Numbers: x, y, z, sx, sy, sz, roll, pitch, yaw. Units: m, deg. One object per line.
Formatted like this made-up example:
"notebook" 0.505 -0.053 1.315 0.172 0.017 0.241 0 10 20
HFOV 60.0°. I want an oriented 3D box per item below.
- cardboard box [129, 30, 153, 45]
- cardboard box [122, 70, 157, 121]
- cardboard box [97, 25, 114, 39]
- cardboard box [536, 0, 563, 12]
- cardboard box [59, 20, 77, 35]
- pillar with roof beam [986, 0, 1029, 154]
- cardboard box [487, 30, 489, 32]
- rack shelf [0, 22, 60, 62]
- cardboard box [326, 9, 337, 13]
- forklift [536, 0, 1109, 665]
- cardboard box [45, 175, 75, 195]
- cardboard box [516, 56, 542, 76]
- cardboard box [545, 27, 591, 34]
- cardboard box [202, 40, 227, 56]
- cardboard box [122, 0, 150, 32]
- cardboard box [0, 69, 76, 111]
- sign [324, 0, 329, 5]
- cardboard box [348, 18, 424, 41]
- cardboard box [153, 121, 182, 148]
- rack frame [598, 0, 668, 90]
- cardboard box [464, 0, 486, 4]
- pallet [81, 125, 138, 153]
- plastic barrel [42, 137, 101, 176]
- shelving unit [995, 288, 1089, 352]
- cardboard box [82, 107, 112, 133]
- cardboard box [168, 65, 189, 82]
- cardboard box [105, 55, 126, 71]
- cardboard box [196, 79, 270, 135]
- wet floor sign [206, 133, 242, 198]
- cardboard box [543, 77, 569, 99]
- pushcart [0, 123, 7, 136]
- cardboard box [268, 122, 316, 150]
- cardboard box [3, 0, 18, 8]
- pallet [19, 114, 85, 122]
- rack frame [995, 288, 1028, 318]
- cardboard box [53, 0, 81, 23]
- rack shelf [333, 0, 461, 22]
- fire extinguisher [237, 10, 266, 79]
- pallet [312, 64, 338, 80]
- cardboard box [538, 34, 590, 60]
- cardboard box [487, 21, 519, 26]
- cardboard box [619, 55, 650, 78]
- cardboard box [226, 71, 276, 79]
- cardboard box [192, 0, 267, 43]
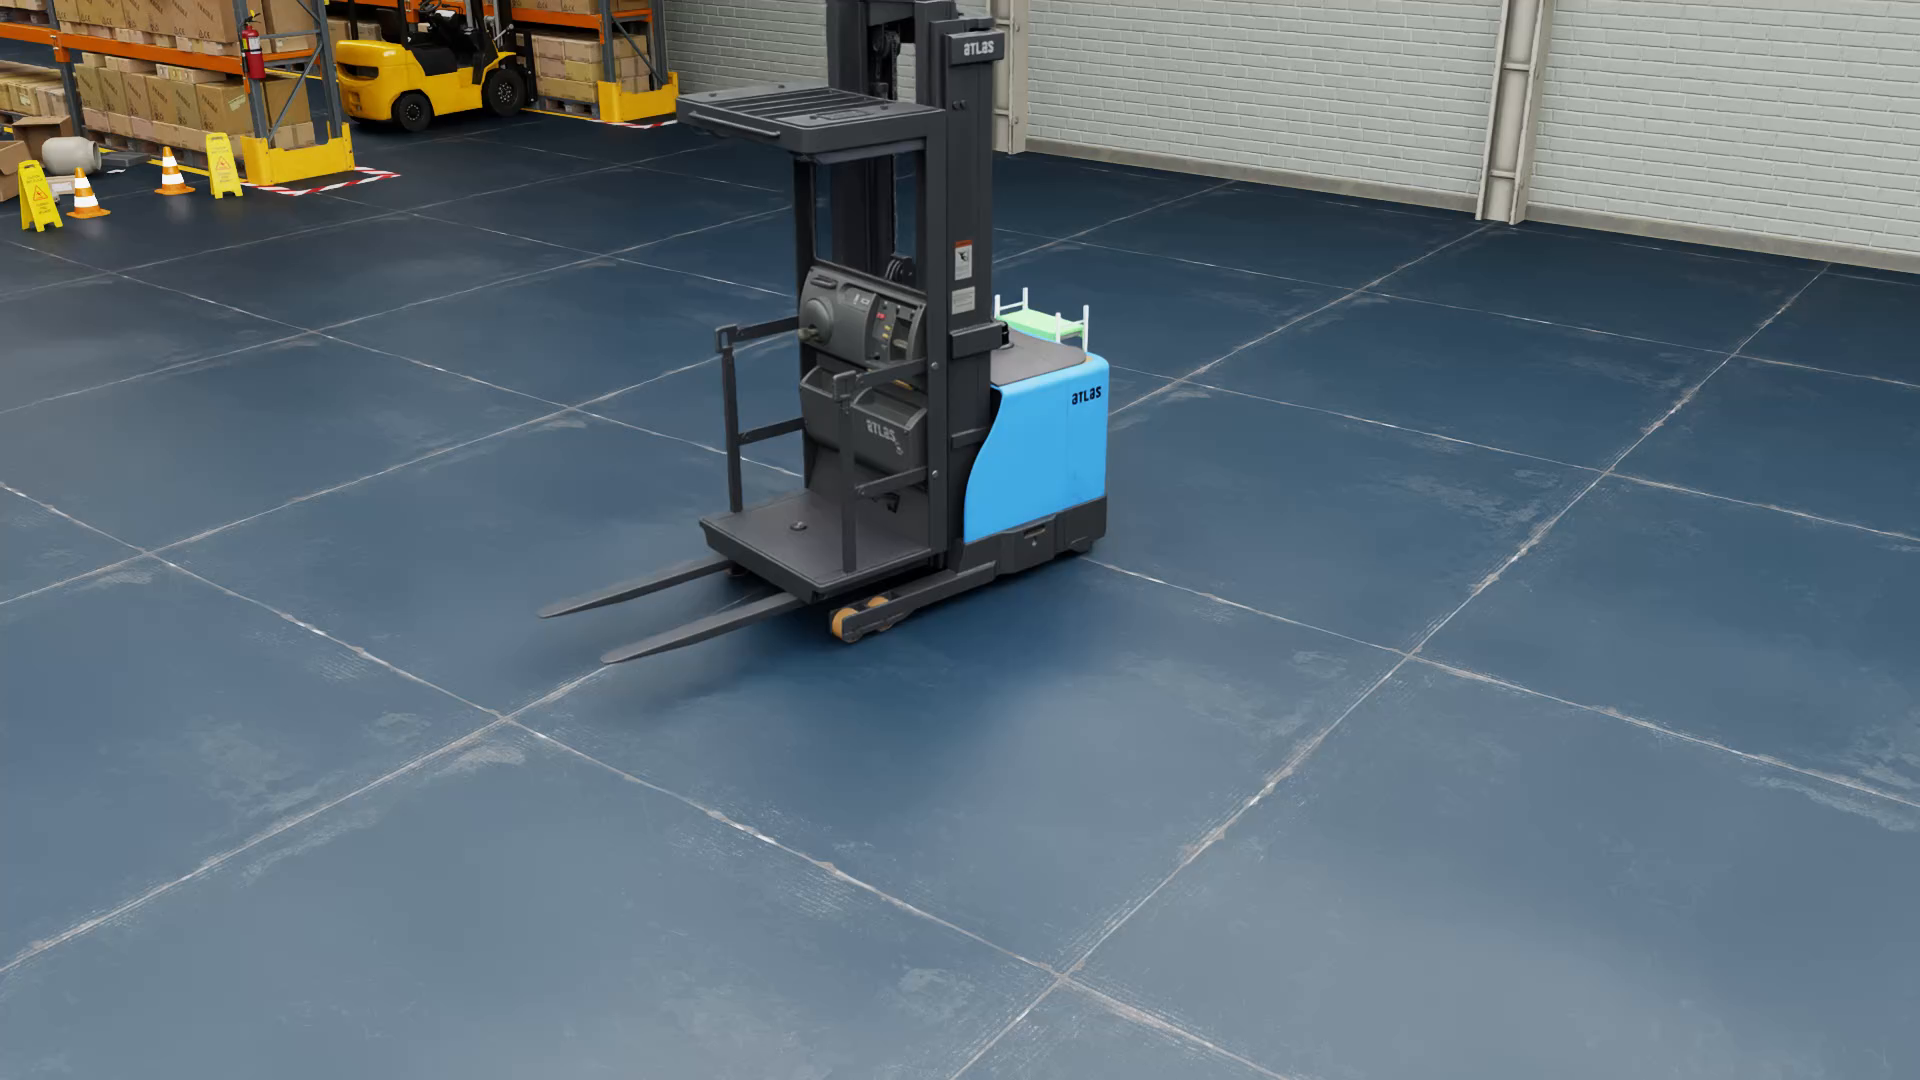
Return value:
"cardboard box" -9.119 -5.697 18.771 0.250 0.149 0.380 17 29 33
"cardboard box" -9.256 -5.152 19.181 0.500 0.500 0.500 19 30 36
"cardboard box" -9.715 -5.891 19.213 0.250 0.149 0.380 18 29 35
"cardboard box" -5.202 -7.199 21.746 0.500 0.500 0.500 18 29 35
"cardboard box" -10.356 -6.061 19.598 0.250 0.149 0.380 17 29 33
"pillar with roof beam" -2.038 -7.356 14.784 0.400 9.000 9.100 17 29 33
"cardboard box" -6.434 -6.888 22.812 0.500 0.250 0.500 18 29 35
"rack shelf" -12.016 -6.510 21.198 4.000 0.370 1.077 17 29 33
"cardboard box" -10.151 -7.876 25.829 0.625 0.625 0.875 18 29 35
"forklift" -0.647 -1.080 8.066 3.031 2.935 1.130 -19 30 -36
"cardboard box" -9.474 -3.749 17.574 0.380 0.149 0.250 -10 26 -21
"cardboard box" -5.638 -6.413 22.355 0.500 0.250 0.500 16 28 32
"cardboard box" -5.308 -6.804 22.621 0.500 0.250 0.500 17 29 33
"cardboard box" -7.912 -5.321 17.917 0.250 0.149 0.380 16 29 33
"cardboard box" -9.005 -5.986 18.623 0.500 0.500 0.500 17 29 34
"cardboard box" -11.971 -5.812 21.459 0.625 0.372 0.950 18 29 35
"sign" -6.889 -5.960 17.983 0.005 0.325 0.100 17 29 33
"cardboard box" -8.482 -7.376 24.696 0.625 0.625 0.875 16 29 33
"cardboard box" -8.855 -4.684 19.049 0.500 0.250 0.500 16 28 31
"rack frame" -4.241 -6.991 21.397 0.127 3.000 1.000 17 29 33
"cardboard box" -6.410 -7.570 22.586 0.500 0.500 0.500 16 29 33
"pallet" -9.857 -4.929 20.175 1.213 0.211 1.003 17 29 33
"plastic barrel" -9.776 -4.221 18.304 0.512 0.421 0.421 -5 24 -12
"shelving unit" 0.457 -0.795 9.566 0.258 1.200 0.503 -20 31 -38
"cardboard box" -10.105 -5.060 19.903 0.500 0.250 0.500 15 28 31
"cardboard box" -8.545 -5.201 18.489 0.250 0.149 0.380 17 29 34
"cardboard box" -9.629 -5.527 19.228 0.250 0.149 0.380 18 30 35
"cardboard box" -8.012 -4.775 18.327 0.500 0.500 0.500 17 29 34
"wet floor sign" -7.704 -3.920 17.347 0.267 0.644 0.232 -15 28 -30
"cardboard box" -5.198 -6.060 22.173 0.500 0.250 0.500 17 29 33
"pushcart" -11.743 -4.408 18.787 0.936 0.377 1.648 7 25 15
"cardboard box" -7.694 -4.607 18.875 0.500 0.250 0.500 17 29 33
"cardboard box" -11.421 -6.589 20.274 0.250 0.149 0.380 16 29 32
"pallet" -11.039 -5.268 20.944 1.213 0.211 1.003 17 29 33
"rack frame" 0.294 -0.868 9.733 0.240 1.200 0.015 -20 31 -38
"cardboard box" -10.231 -6.341 19.429 0.500 0.500 0.500 17 29 33
"rack shelf" -9.042 -8.113 24.835 4.000 0.370 1.077 17 29 33
"fire extinguisher" -7.400 -5.177 17.375 0.183 0.674 0.296 17 29 33
"pallet" -9.035 -7.143 25.199 1.213 0.211 1.003 17 29 33
"cardboard box" -5.208 -6.515 21.965 0.500 0.250 0.500 17 29 34
"cardboard box" -6.517 -7.175 23.465 0.500 0.250 0.500 16 29 33
"cardboard box" -4.492 -6.334 22.176 0.500 0.250 0.500 17 29 34
"cardboard box" -8.135 -5.081 19.020 0.500 0.500 0.500 16 28 31
"cardboard box" -7.814 -5.613 17.776 0.500 0.500 0.500 16 29 32
